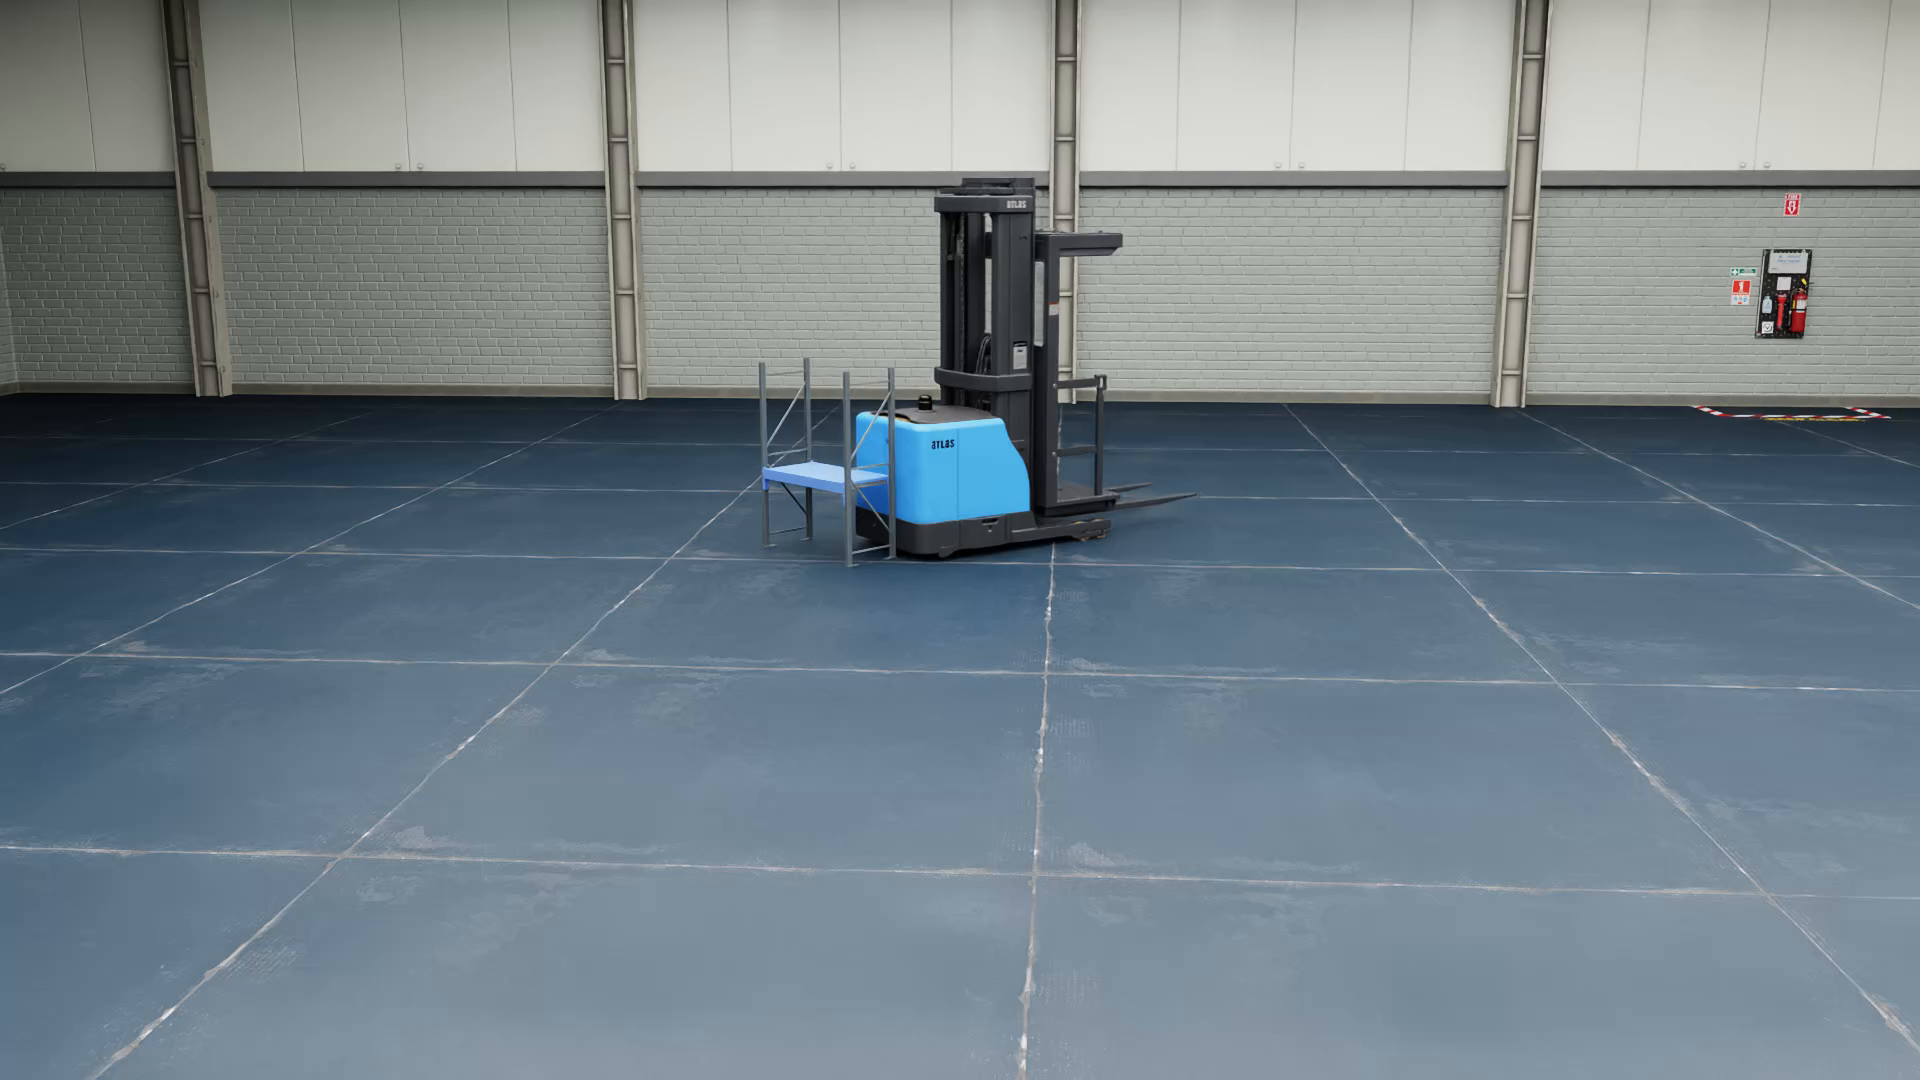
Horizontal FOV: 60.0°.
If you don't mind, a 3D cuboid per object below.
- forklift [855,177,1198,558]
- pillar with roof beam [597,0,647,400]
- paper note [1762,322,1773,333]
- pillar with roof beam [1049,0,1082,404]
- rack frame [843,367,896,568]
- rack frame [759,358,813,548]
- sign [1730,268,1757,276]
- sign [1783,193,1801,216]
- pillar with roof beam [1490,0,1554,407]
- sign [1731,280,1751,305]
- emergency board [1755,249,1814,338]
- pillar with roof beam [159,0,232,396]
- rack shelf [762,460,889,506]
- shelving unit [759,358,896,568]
[{"bbox_3d":[0.652,-1.506,13.808,3.031,2.935,1.130,-8,14,-33],"label":"forklift"},{"bbox_3d":[-4.879,-5.501,18.086,0.400,9.000,9.100,1,12,4],"label":"pillar with roof beam"},{"bbox_3d":[10.733,-2.824,22.095,0.142,0.148,0.016,1,12,4],"label":"paper note"},{"bbox_3d":[1.107,-5.418,17.693,0.400,9.000,9.100,1,12,4],"label":"pillar with roof beam"},{"bbox_3d":[-0.692,-0.561,12.785,0.500,1.500,0.032,-11,16,-44],"label":"rack frame"},{"bbox_3d":[-1.408,-0.708,13.491,0.500,1.500,0.032,-11,16,-44],"label":"rack frame"},{"bbox_3d":[10.364,-3.543,21.996,0.331,0.109,0.001,1,12,4],"label":"sign"},{"bbox_3d":[10.904,-4.394,21.786,0.199,0.298,0.001,1,12,4],"label":"sign"},{"bbox_3d":[7.094,-5.336,17.301,0.400,9.000,9.100,1,12,4],"label":"pillar with roof beam"},{"bbox_3d":[10.360,-3.285,22.059,0.234,0.329,0.001,1,12,4],"label":"sign"},{"bbox_3d":[10.905,-3.239,21.926,0.643,1.169,0.194,1,12,4],"label":"emergency board"},{"bbox_3d":[-10.866,-5.583,18.478,0.400,9.000,9.100,1,12,4],"label":"pillar with roof beam"},{"bbox_3d":[-1.050,-0.458,13.175,0.538,0.185,1.000,-11,16,-44],"label":"rack shelf"},{"bbox_3d":[-1.050,-0.634,13.138,0.538,1.500,1.048,-11,16,-44],"label":"shelving unit"}]
